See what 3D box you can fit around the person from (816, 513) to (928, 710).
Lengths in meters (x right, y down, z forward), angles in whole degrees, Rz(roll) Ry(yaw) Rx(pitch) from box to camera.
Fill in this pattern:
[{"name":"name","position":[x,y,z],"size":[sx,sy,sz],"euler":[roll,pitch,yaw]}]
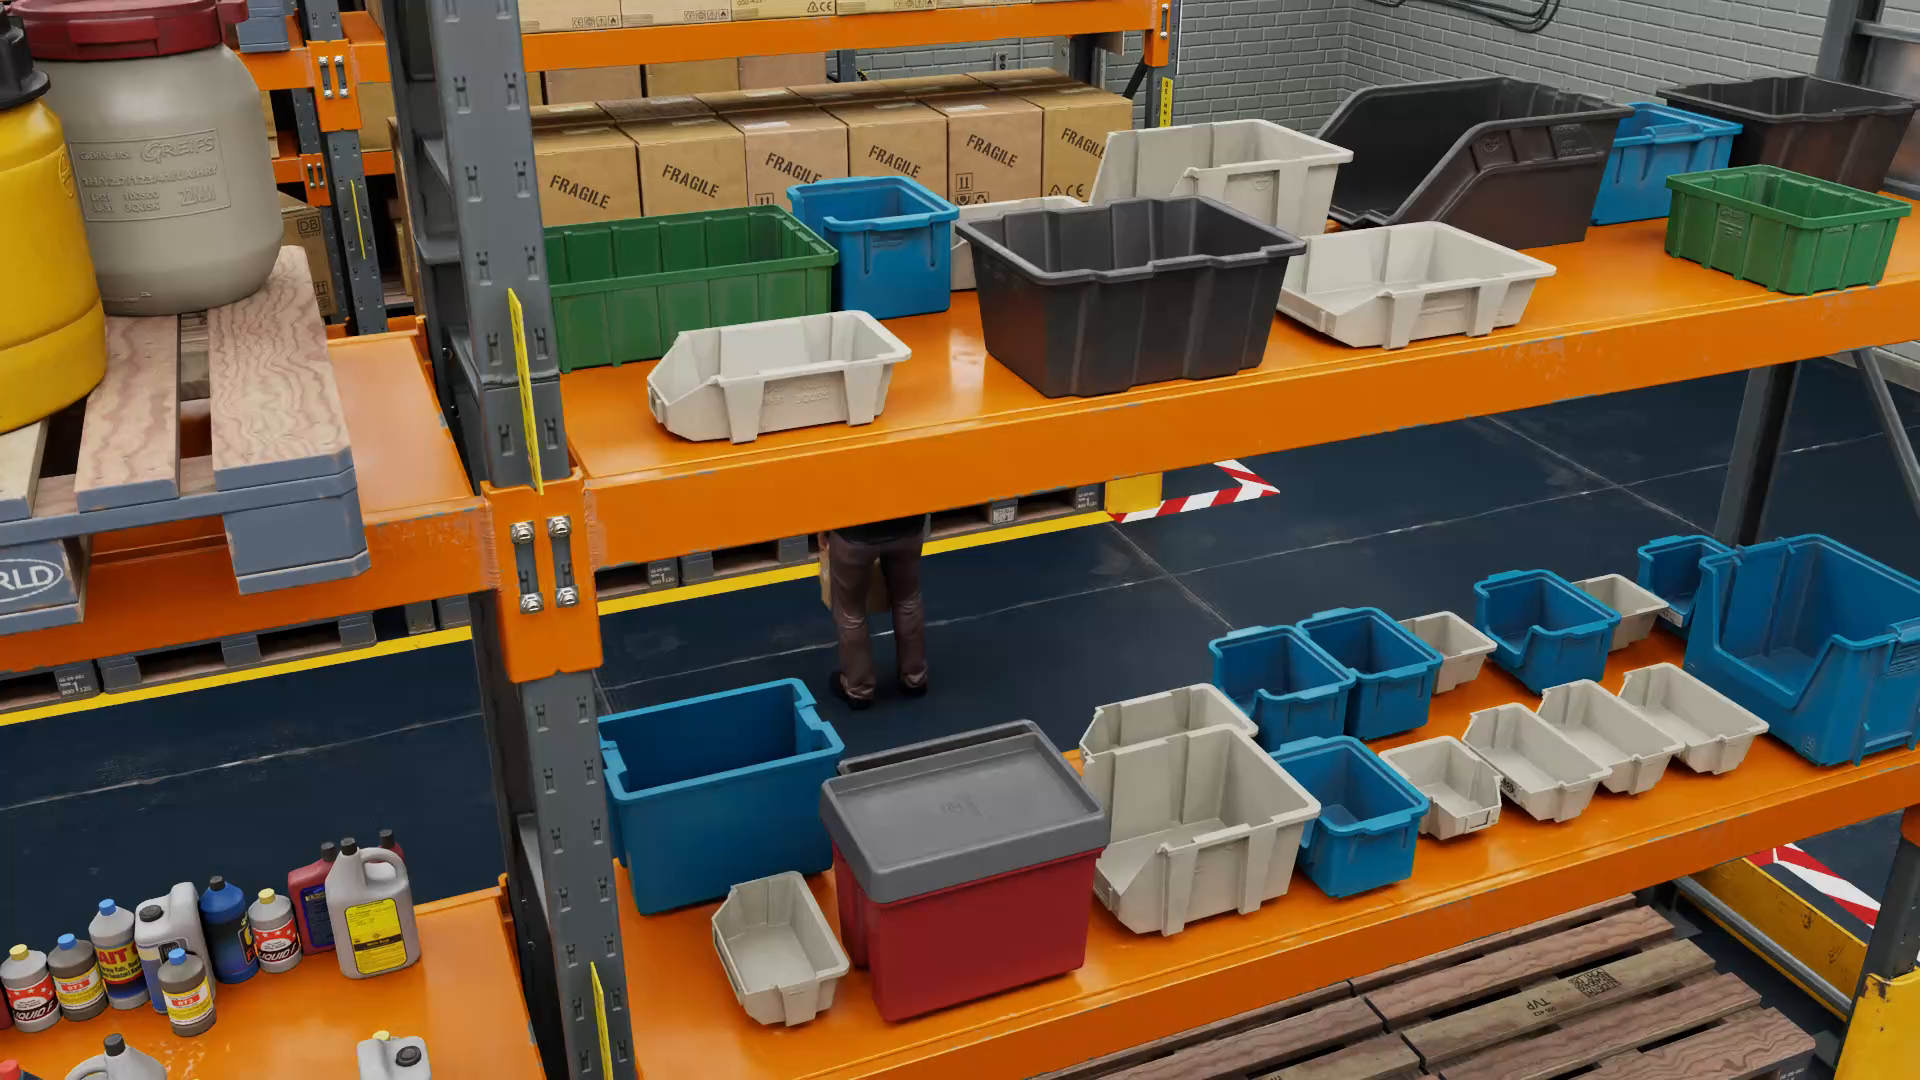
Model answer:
[{"name":"person","position":[-0.371,-0.061,7.262],"size":[0.561,1.724,0.418],"euler":[-11,28,-22]}]
